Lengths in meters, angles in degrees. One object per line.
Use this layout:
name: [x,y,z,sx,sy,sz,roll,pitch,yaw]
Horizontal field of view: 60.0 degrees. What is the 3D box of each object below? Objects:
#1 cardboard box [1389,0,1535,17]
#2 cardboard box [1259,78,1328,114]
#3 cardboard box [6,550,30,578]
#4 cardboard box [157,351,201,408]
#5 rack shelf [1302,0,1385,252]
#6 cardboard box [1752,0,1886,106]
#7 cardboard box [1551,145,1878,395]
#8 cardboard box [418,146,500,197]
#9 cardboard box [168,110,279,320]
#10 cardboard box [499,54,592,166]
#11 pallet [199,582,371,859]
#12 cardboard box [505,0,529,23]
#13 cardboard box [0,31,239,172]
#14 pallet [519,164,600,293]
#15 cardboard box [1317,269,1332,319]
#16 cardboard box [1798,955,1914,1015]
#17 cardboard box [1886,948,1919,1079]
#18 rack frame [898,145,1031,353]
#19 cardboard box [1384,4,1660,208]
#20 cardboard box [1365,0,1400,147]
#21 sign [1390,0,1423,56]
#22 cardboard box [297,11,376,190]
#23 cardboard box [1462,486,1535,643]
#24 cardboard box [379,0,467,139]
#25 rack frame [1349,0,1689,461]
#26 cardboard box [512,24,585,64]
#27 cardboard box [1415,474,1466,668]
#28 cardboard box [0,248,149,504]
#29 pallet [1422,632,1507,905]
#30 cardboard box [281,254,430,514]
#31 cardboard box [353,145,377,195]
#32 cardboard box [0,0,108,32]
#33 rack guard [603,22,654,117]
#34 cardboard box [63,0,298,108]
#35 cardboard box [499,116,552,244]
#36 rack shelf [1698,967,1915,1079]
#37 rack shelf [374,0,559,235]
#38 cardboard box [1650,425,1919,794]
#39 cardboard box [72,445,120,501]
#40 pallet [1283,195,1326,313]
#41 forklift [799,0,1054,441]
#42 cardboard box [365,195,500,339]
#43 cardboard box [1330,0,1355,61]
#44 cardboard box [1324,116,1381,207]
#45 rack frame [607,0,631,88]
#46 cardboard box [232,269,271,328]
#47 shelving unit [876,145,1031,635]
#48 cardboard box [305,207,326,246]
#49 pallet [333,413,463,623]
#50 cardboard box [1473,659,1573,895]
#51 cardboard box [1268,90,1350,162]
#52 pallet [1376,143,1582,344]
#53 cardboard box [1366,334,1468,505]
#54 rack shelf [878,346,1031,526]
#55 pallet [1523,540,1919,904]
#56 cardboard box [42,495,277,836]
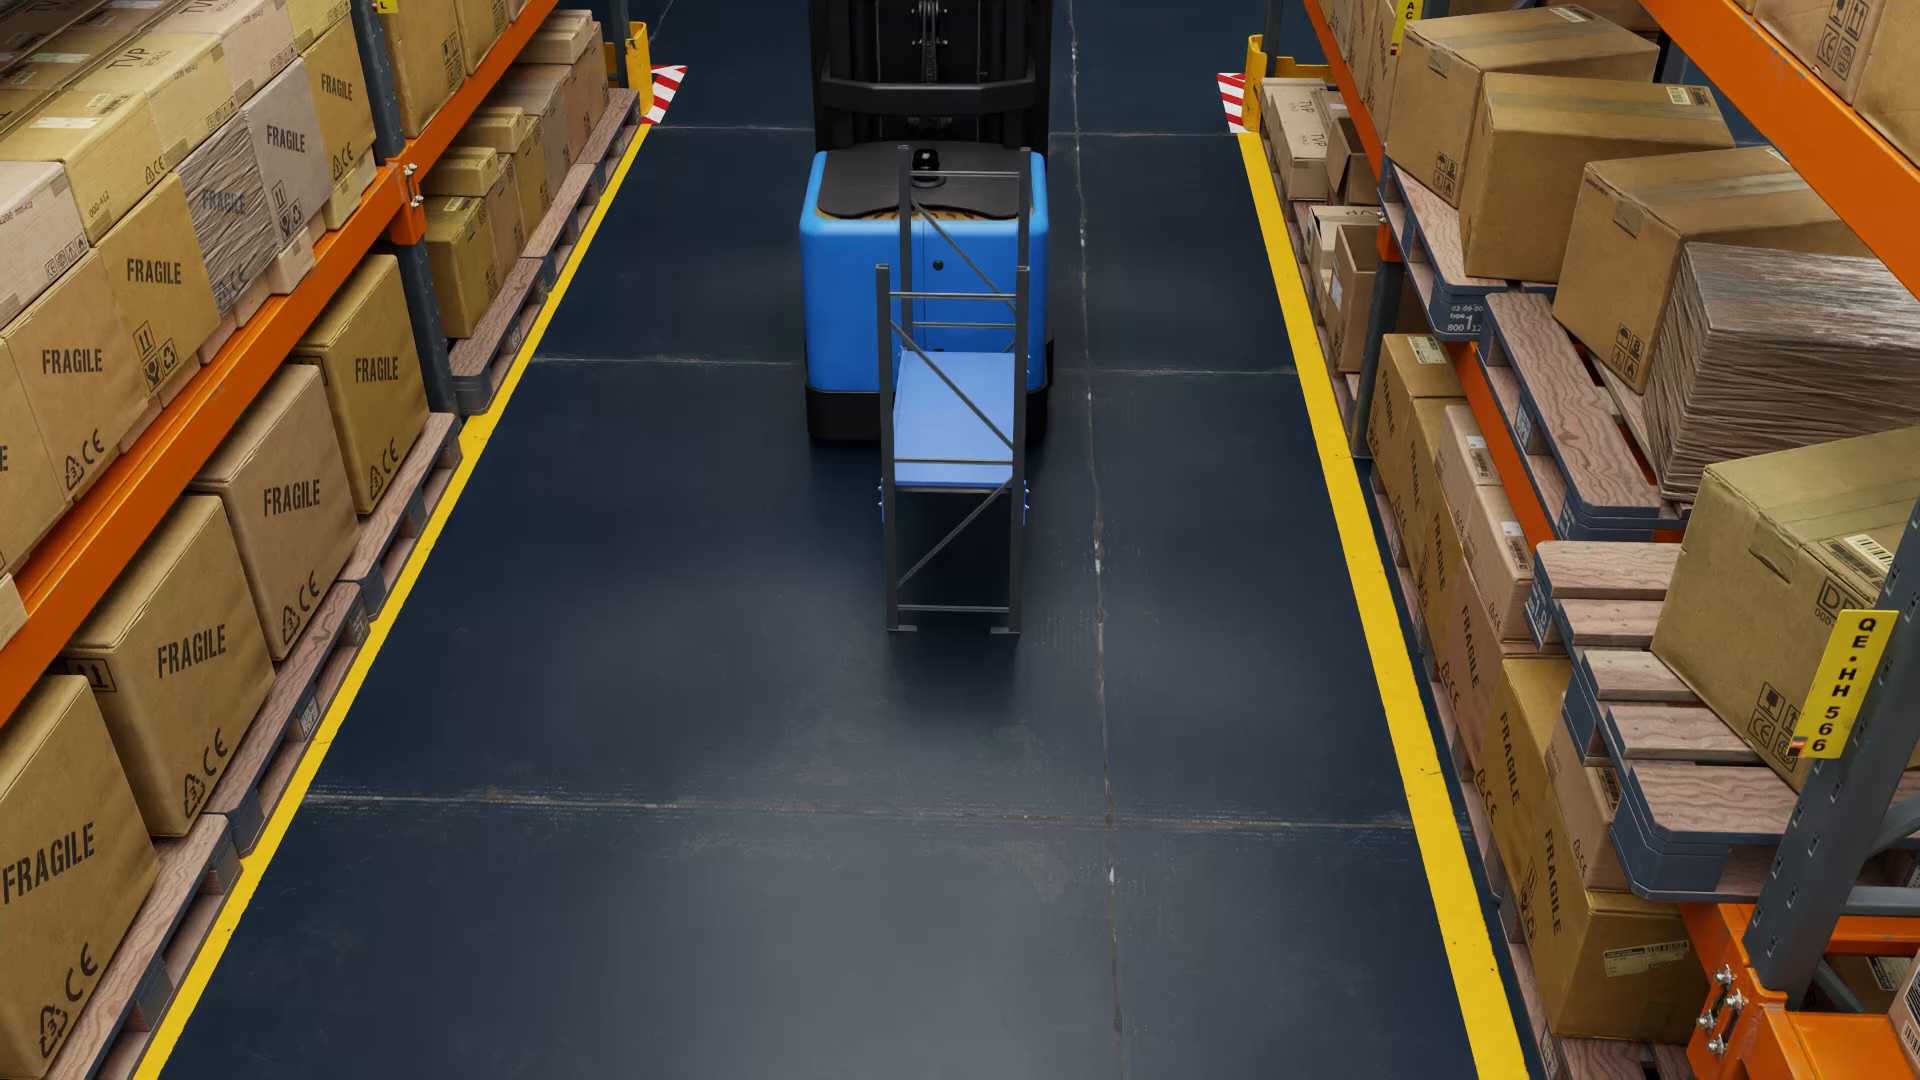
cardboard box: [1.975,-2.346,6.522,0.500,0.500,0.500,2,35,2]
cardboard box: [2.014,-2.678,10.049,0.380,0.149,0.250,1,35,2]
cardboard box: [-2.651,0.055,4.264,0.380,0.149,0.250,1,35,1]
cardboard box: [-2.584,-0.535,5.103,0.380,0.149,0.250,2,35,3]
rack shelf: [2.294,-2.454,8.258,1.077,0.370,4.000,1,35,2]
cardboard box: [2.057,-1.114,3.030,0.910,0.500,0.500,1,35,2]
cardboard box: [2.204,-0.795,4.821,0.700,0.500,0.500,-7,36,-10]
cardboard box: [-2.408,-1.746,7.870,0.380,0.149,0.250,2,35,3]
cardboard box: [-2.542,-1.029,5.243,0.500,0.500,0.500,1,35,2]
cardboard box: [-2.524,-2.467,9.460,0.700,0.500,0.500,1,35,2]
pallet: [-2.738,0.577,5.745,1.003,0.211,1.213,1,35,2]
cardboard box: [-2.644,-2.983,8.125,0.980,0.700,0.700,0,35,0]
cardboard box: [-2.550,-1.328,5.016,0.500,0.250,0.500,2,35,3]
pallet: [-2.581,-1.708,8.997,1.003,0.211,1.213,1,35,2]
cardboard box: [1.908,-1.163,7.893,0.380,0.149,0.250,1,35,2]
cardboard box: [2.357,1.287,4.102,0.500,0.500,0.500,3,35,4]
cardboard box: [1.995,0.943,2.876,0.500,0.311,0.500,3,35,5]
rack frame: [0.017,-0.857,6.665,0.500,1.500,0.032,1,35,2]
cardboard box: [1.971,-1.545,5.887,0.700,0.500,0.500,-10,36,-14]
cardboard box: [1.977,-1.933,6.805,0.500,0.500,0.500,2,35,3]
sign: [1.671,-1.961,6.179,0.100,0.325,0.005,1,35,2]
cardboard box: [-2.503,-1.611,6.071,0.500,0.500,0.500,1,35,1]
cardboard box: [1.891,0.072,5.178,0.500,0.250,0.500,1,35,1]
cardboard box: [-2.698,-2.145,6.933,0.980,0.700,0.700,2,35,3]
rack frame: [2.214,-1.599,6.417,1.000,3.000,0.127,1,35,2]
cardboard box: [-2.336,-2.795,9.362,0.380,0.149,0.250,2,35,3]
cardboard box: [1.913,0.110,5.777,0.500,0.500,0.500,2,35,2]
cardboard box: [-2.570,-0.443,4.409,0.500,0.500,0.500,1,35,2]
pallet: [2.172,0.713,5.552,1.003,0.211,1.213,1,35,2]
cardboard box: [-2.632,-0.627,6.538,0.750,0.750,0.750,2,35,2]
cardboard box: [-2.467,-1.416,6.357,0.380,0.149,0.250,2,35,2]
cardboard box: [-3.029,-1.630,5.445,0.500,0.250,0.500,2,35,2]
rack guard: [-2.575,-3.001,10.585,1.175,0.500,0.348,1,35,2]
cardboard box: [-2.530,-1.621,5.433,0.500,0.250,0.500,2,35,3]
cardboard box: [-2.557,-1.871,8.612,0.700,0.500,0.500,2,35,3]
rack shelf: [1.973,2.142,1.719,1.077,0.370,4.000,1,35,2]
rack shelf: [-2.656,-2.566,8.418,1.077,0.370,4.000,1,35,2]
cardboard box: [1.966,0.122,3.516,0.700,0.500,0.500,-10,36,-14]
cardboard box: [-2.628,-0.242,4.687,0.380,0.149,0.250,2,35,3]
pallet: [2.288,-1.555,8.780,1.003,0.211,1.213,1,35,2]
forklift: [-0.128,-2.444,7.678,1.130,2.935,3.031,0,35,1]
cardboard box: [-2.604,-1.288,7.782,0.700,0.500,0.500,2,35,2]
cardboard box: [2.015,-2.525,7.646,0.500,0.500,0.500,2,35,3]
cardboard box: [2.284,-1.837,8.544,0.797,0.503,0.637,1,35,2]
rack frame: [-2.576,-4.009,9.846,1.000,3.000,0.127,1,35,2]
cardboard box: [-2.537,-0.831,5.524,0.380,0.149,0.250,1,35,2]
shelving unit: [-0.003,-0.565,6.249,0.538,1.500,1.048,1,35,2]
cardboard box: [-2.509,-1.123,5.940,0.380,0.149,0.250,2,35,3]
pallet: [-2.692,-0.125,6.745,1.003,0.211,1.213,1,35,2]
cardboard box: [1.877,0.702,4.934,0.500,0.500,0.500,0,35,0]
cardboard box: [2.049,-2.359,9.507,0.500,0.250,0.500,1,35,2]
pallet: [2.072,-1.064,5.822,1.003,0.211,1.213,1,35,2]
cardboard box: [1.951,-0.484,6.621,0.500,0.500,0.500,0,35,0]
rack shelf: [-0.003,-0.417,6.352,0.538,0.185,1.000,1,35,2]
pallet: [2.010,0.386,3.758,1.213,0.211,1.003,1,35,2]
cardboard box: [-2.695,0.372,5.117,0.750,0.750,0.750,1,35,2]
